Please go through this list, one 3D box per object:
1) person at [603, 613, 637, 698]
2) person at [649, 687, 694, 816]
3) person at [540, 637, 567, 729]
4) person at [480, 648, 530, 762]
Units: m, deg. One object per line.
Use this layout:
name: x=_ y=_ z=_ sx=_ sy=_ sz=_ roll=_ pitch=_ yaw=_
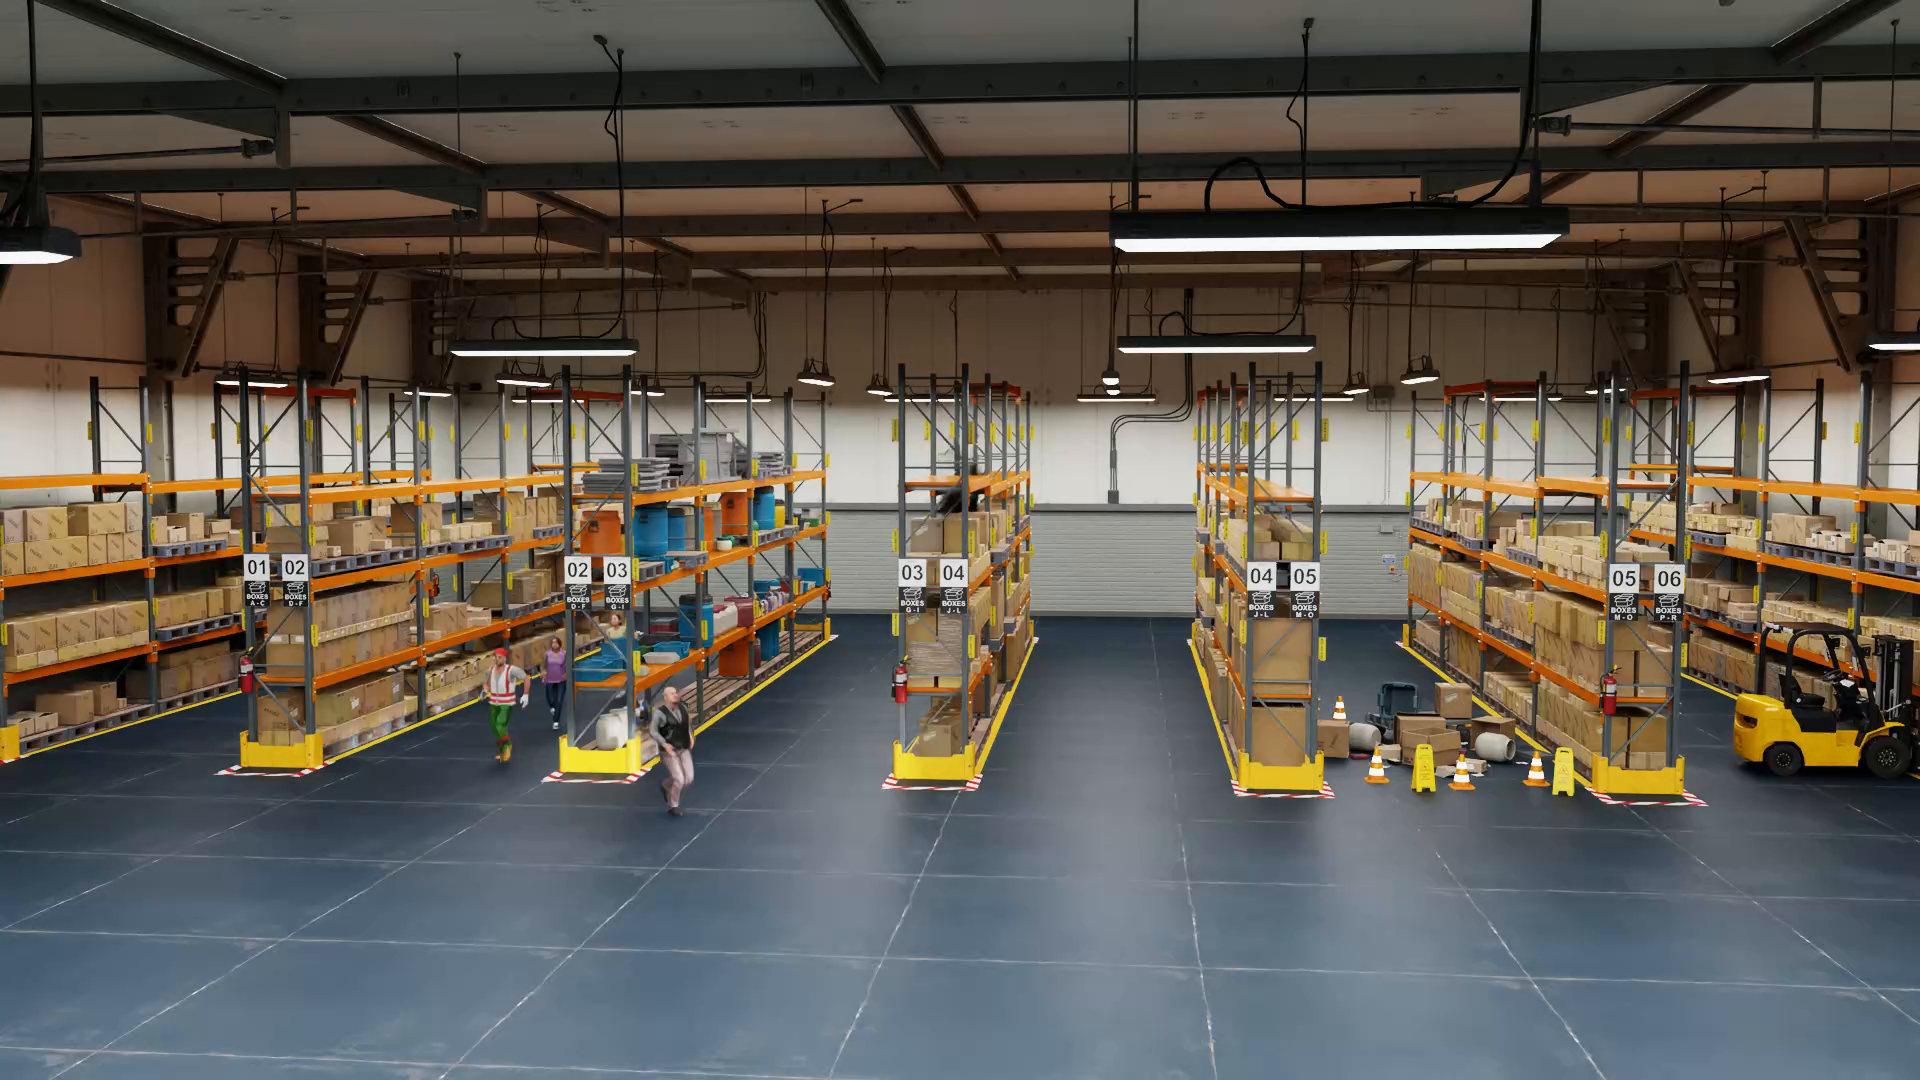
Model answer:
person: x=-6.392 y=2.181 z=31.171 sx=0.596 sy=1.622 sz=0.716 roll=1 pitch=4 yaw=9
person: x=-3.787 y=2.765 z=21.880 sx=0.544 sy=1.688 sz=0.661 roll=3 pitch=5 yaw=42
person: x=-6.869 y=2.417 z=28.295 sx=0.537 sy=1.558 sz=0.549 roll=-1 pitch=4 yaw=-10
person: x=-6.936 y=2.496 z=25.197 sx=0.694 sy=1.742 sz=0.686 roll=1 pitch=4 yaw=16
